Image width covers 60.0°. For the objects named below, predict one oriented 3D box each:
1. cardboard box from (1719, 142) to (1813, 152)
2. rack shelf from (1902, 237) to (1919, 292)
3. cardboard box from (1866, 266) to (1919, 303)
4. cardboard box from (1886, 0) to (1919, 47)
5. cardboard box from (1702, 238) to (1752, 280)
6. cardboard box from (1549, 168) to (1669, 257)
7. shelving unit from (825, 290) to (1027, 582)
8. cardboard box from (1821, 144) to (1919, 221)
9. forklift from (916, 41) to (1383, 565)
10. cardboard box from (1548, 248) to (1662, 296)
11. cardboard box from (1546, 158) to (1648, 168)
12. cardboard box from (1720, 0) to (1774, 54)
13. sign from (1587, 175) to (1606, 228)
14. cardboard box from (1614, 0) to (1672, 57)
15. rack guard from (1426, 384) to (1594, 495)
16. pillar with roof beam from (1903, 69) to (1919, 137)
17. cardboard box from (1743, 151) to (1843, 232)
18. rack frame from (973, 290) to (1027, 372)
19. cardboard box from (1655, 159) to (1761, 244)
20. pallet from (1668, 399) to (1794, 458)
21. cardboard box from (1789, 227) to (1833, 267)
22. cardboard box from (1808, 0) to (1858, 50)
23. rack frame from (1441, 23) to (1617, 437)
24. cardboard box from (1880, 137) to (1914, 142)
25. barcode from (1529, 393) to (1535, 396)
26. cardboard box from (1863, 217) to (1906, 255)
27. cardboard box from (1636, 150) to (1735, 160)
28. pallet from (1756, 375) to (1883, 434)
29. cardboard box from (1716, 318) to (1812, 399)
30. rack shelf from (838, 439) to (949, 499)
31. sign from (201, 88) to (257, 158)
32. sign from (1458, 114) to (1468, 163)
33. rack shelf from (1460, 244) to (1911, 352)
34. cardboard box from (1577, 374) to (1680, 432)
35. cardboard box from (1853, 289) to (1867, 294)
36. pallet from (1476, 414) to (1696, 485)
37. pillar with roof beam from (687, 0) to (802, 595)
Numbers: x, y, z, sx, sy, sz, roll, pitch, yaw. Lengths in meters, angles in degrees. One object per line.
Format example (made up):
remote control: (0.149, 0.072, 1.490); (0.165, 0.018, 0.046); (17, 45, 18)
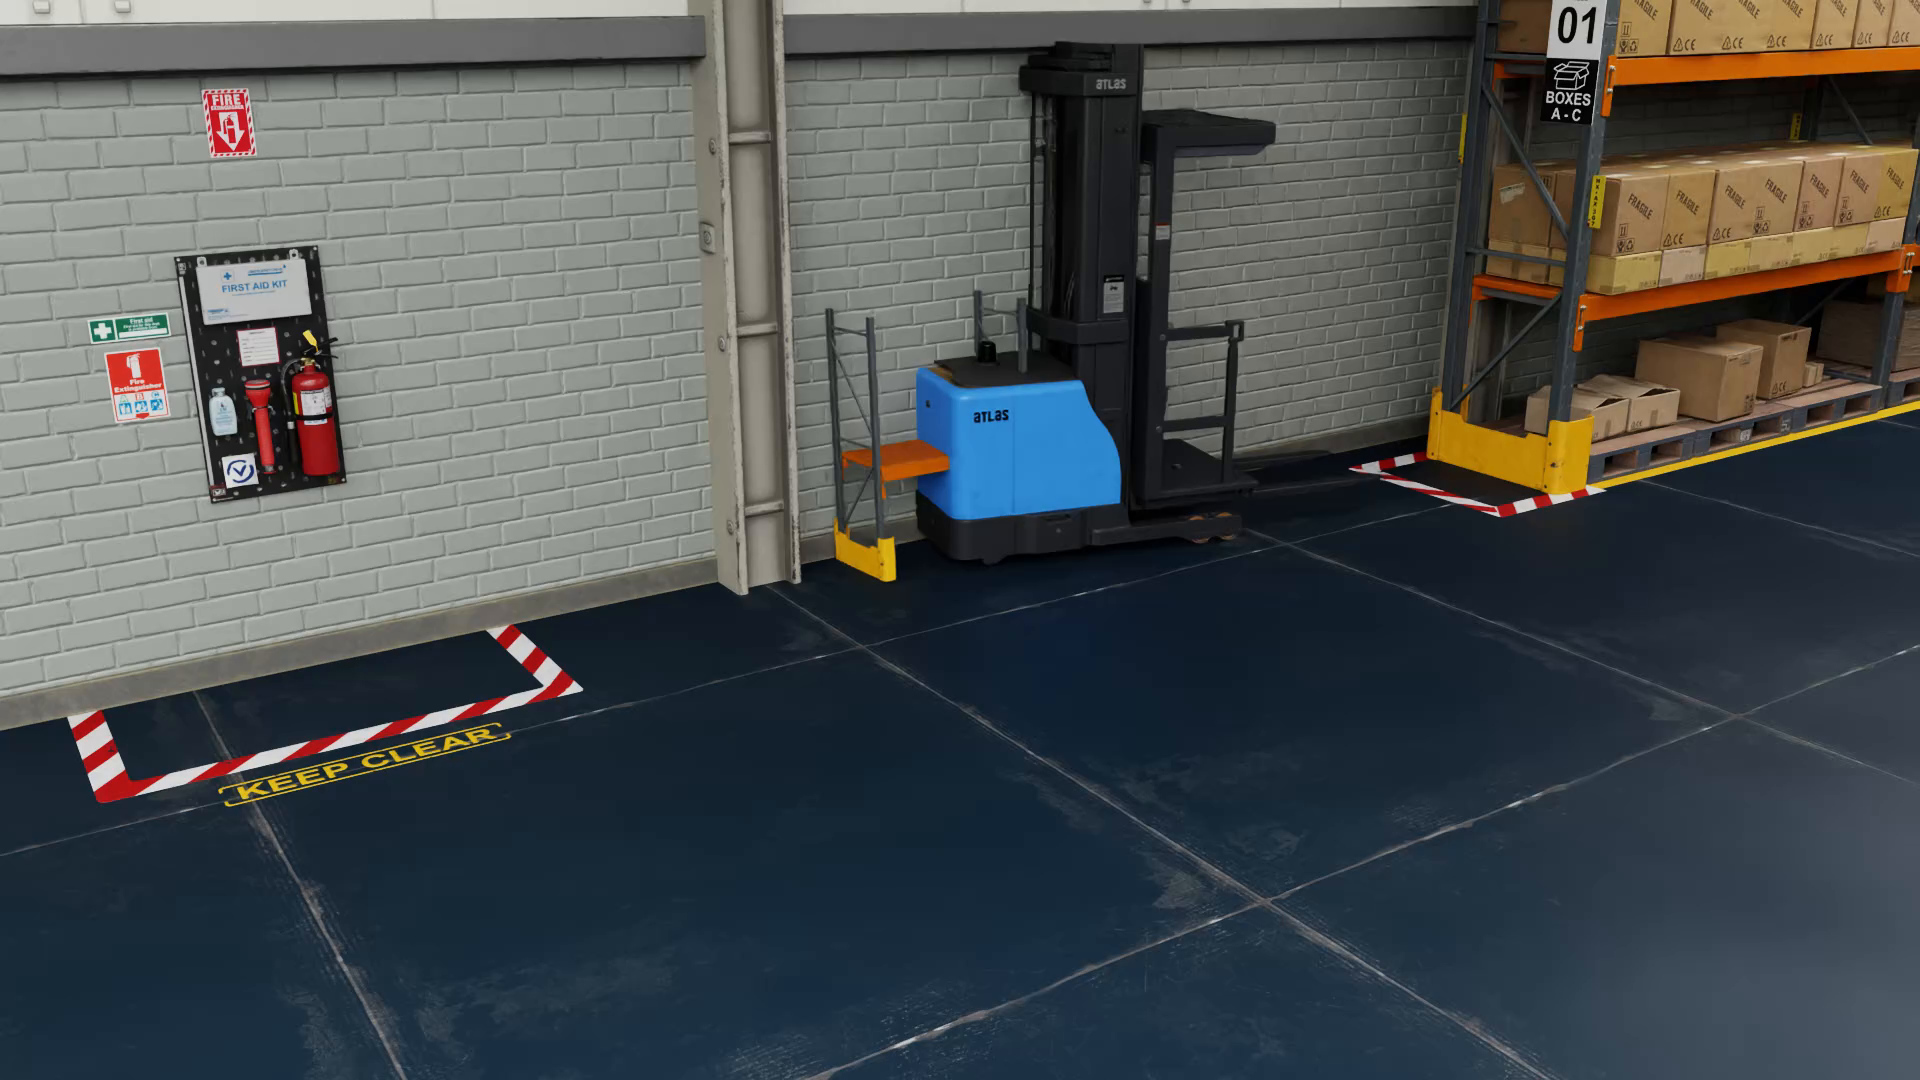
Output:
cardboard box: (6.147, -2.769, 12.784); (0.500, 0.500, 0.500); (-12, 22, -32)
rack shelf: (8.759, -2.604, 14.386); (4.000, 0.370, 1.077); (-12, 22, -31)
cardboard box: (8.060, -2.184, 14.068); (0.500, 0.250, 0.500); (-12, 22, -33)
cardboard box: (6.801, -3.915, 12.269); (0.500, 0.500, 0.500); (-11, 22, -30)
cardboard box: (5.185, -2.011, 11.711); (0.500, 0.250, 0.500); (-12, 22, -32)
cardboard box: (4.312, -2.185, 11.057); (0.500, 0.500, 0.500); (-12, 22, -31)
shelving unit: (-0.161, -0.640, 9.755); (1.083, 1.500, 0.587); (-12, 19, -31)
cardboard box: (6.864, -2.720, 12.639); (0.500, 0.500, 0.500); (-12, 22, -32)
forklift: (1.205, -1.517, 10.156); (3.031, 2.935, 1.130); (-7, 20, -19)
cardboard box: (4.330, -1.827, 11.169); (0.500, 0.250, 0.500); (-13, 22, -33)
cardboard box: (4.450, -2.407, 11.714); (0.500, 0.500, 0.500); (-12, 22, -31)
cardboard box: (5.064, -3.535, 11.147); (0.500, 0.500, 0.500); (-11, 21, -29)
sign: (4.046, -2.153, 10.577); (0.005, 0.325, 0.100); (-12, 22, -31)
cardboard box: (4.165, -3.358, 10.622); (0.500, 0.500, 0.500); (-11, 22, -30)
rack guard: (3.811, -0.717, 11.585); (0.348, 0.500, 1.175); (-12, 22, -31)
pillar with roof beam: (11.235, -4.990, 10.953); (0.400, 9.000, 9.100); (-12, 22, -31)
cardboard box: (6.023, -2.545, 12.120); (0.500, 0.500, 0.500); (-13, 22, -33)
rack frame: (0.255, -0.730, 10.015); (0.032, 1.500, 0.500); (-12, 19, -31)
cardboard box: (5.165, -2.359, 11.571); (0.500, 0.500, 0.500); (-13, 22, -33)
pallet: (5.527, -0.927, 12.658); (1.213, 0.211, 1.003); (-12, 22, -31)
cardboard box: (6.027, -2.188, 12.236); (0.500, 0.250, 0.500); (-12, 22, -32)
cardboard box: (5.931, -3.722, 11.699); (0.500, 0.500, 0.500); (-13, 23, -33)
rack frame: (3.748, -1.888, 11.145); (0.127, 3.000, 1.000); (-12, 22, -31)
cardboard box: (8.003, -3.025, 13.666); (0.500, 0.500, 0.700); (-9, 21, -26)
barcode: (4.170, -1.035, 12.119); (0.075, 0.075, 0.001); (-12, 22, -31)
cardboard box: (6.860, -2.366, 12.763); (0.500, 0.250, 0.500); (-12, 22, -31)
cardboard box: (5.300, -2.588, 12.249); (0.500, 0.500, 0.500); (-12, 22, -31)
pallet: (6.547, -1.144, 13.298); (1.213, 0.211, 1.003); (-12, 22, -31)
cardboard box: (6.244, -1.423, 12.987); (0.500, 0.500, 0.500); (-14, 23, -35)
rack shelf: (-0.163, -0.466, 9.800); (1.000, 0.185, 0.538); (-12, 19, -31)
sign: (-3.301, -1.884, 7.514); (0.199, 0.298, 0.001); (-12, 22, -31)
sign: (3.459, -2.738, 11.359); (0.005, 0.325, 0.100); (-12, 22, -31)
rack shelf: (5.418, -1.899, 12.302); (4.000, 0.370, 1.077); (-12, 22, -31)
cardboard box: (4.851, -1.021, 12.092); (0.500, 0.311, 0.500); (-10, 21, -27)
cardboard box: (8.098, -1.855, 14.265); (0.500, 0.500, 0.700); (-12, 22, -32)
pallet: (4.509, -0.714, 12.027); (1.213, 0.211, 1.003); (-12, 22, -31)
pillar with roof beam: (1.213, -2.876, 4.701); (0.400, 9.000, 9.100); (-12, 22, -31)
